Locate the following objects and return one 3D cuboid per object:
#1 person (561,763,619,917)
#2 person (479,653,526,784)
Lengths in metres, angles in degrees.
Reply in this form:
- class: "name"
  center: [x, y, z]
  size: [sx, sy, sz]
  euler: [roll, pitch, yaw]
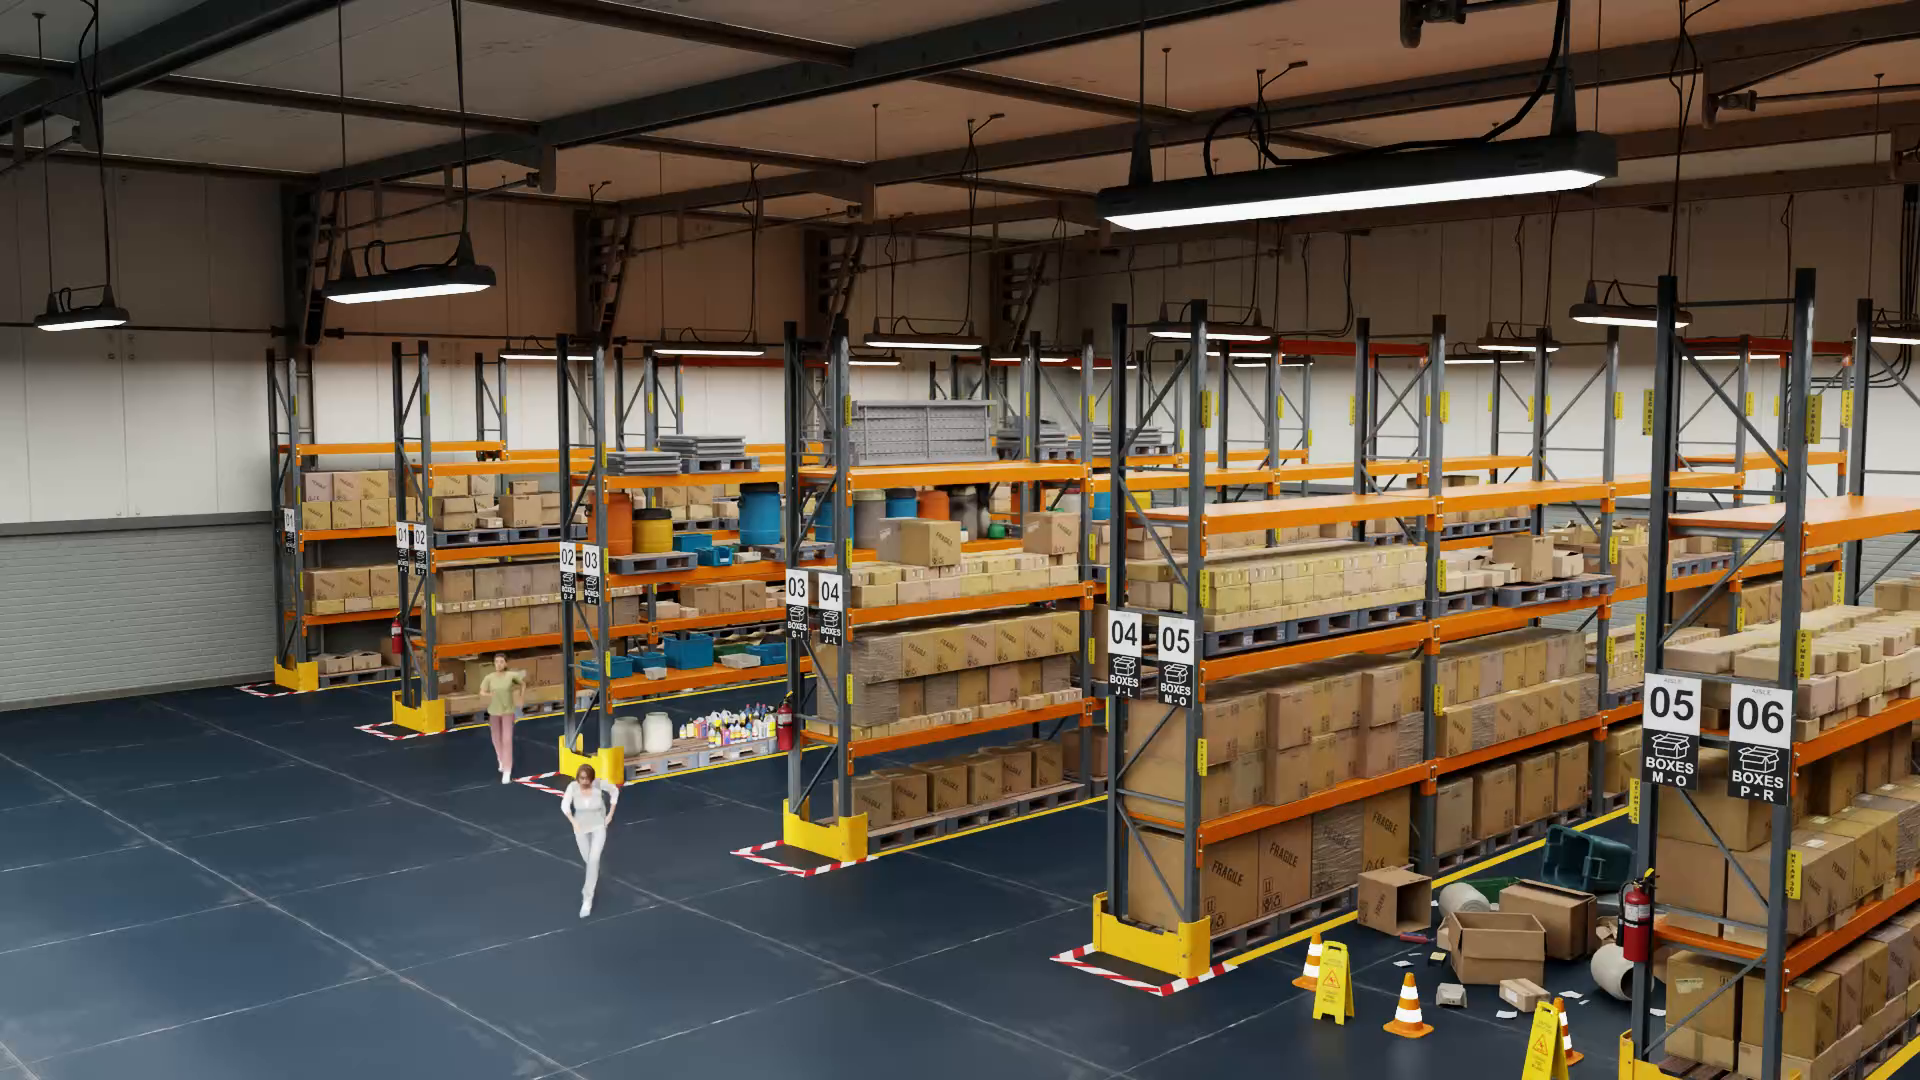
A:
- class: "person"
  center: [-3.752, 2.962, 16.920]
  size: [0.573, 1.546, 0.918]
  euler: [-1, 5, -10]
- class: "person"
  center: [-6.187, 2.369, 22.465]
  size: [0.572, 1.698, 0.882]
  euler: [0, 5, -3]
